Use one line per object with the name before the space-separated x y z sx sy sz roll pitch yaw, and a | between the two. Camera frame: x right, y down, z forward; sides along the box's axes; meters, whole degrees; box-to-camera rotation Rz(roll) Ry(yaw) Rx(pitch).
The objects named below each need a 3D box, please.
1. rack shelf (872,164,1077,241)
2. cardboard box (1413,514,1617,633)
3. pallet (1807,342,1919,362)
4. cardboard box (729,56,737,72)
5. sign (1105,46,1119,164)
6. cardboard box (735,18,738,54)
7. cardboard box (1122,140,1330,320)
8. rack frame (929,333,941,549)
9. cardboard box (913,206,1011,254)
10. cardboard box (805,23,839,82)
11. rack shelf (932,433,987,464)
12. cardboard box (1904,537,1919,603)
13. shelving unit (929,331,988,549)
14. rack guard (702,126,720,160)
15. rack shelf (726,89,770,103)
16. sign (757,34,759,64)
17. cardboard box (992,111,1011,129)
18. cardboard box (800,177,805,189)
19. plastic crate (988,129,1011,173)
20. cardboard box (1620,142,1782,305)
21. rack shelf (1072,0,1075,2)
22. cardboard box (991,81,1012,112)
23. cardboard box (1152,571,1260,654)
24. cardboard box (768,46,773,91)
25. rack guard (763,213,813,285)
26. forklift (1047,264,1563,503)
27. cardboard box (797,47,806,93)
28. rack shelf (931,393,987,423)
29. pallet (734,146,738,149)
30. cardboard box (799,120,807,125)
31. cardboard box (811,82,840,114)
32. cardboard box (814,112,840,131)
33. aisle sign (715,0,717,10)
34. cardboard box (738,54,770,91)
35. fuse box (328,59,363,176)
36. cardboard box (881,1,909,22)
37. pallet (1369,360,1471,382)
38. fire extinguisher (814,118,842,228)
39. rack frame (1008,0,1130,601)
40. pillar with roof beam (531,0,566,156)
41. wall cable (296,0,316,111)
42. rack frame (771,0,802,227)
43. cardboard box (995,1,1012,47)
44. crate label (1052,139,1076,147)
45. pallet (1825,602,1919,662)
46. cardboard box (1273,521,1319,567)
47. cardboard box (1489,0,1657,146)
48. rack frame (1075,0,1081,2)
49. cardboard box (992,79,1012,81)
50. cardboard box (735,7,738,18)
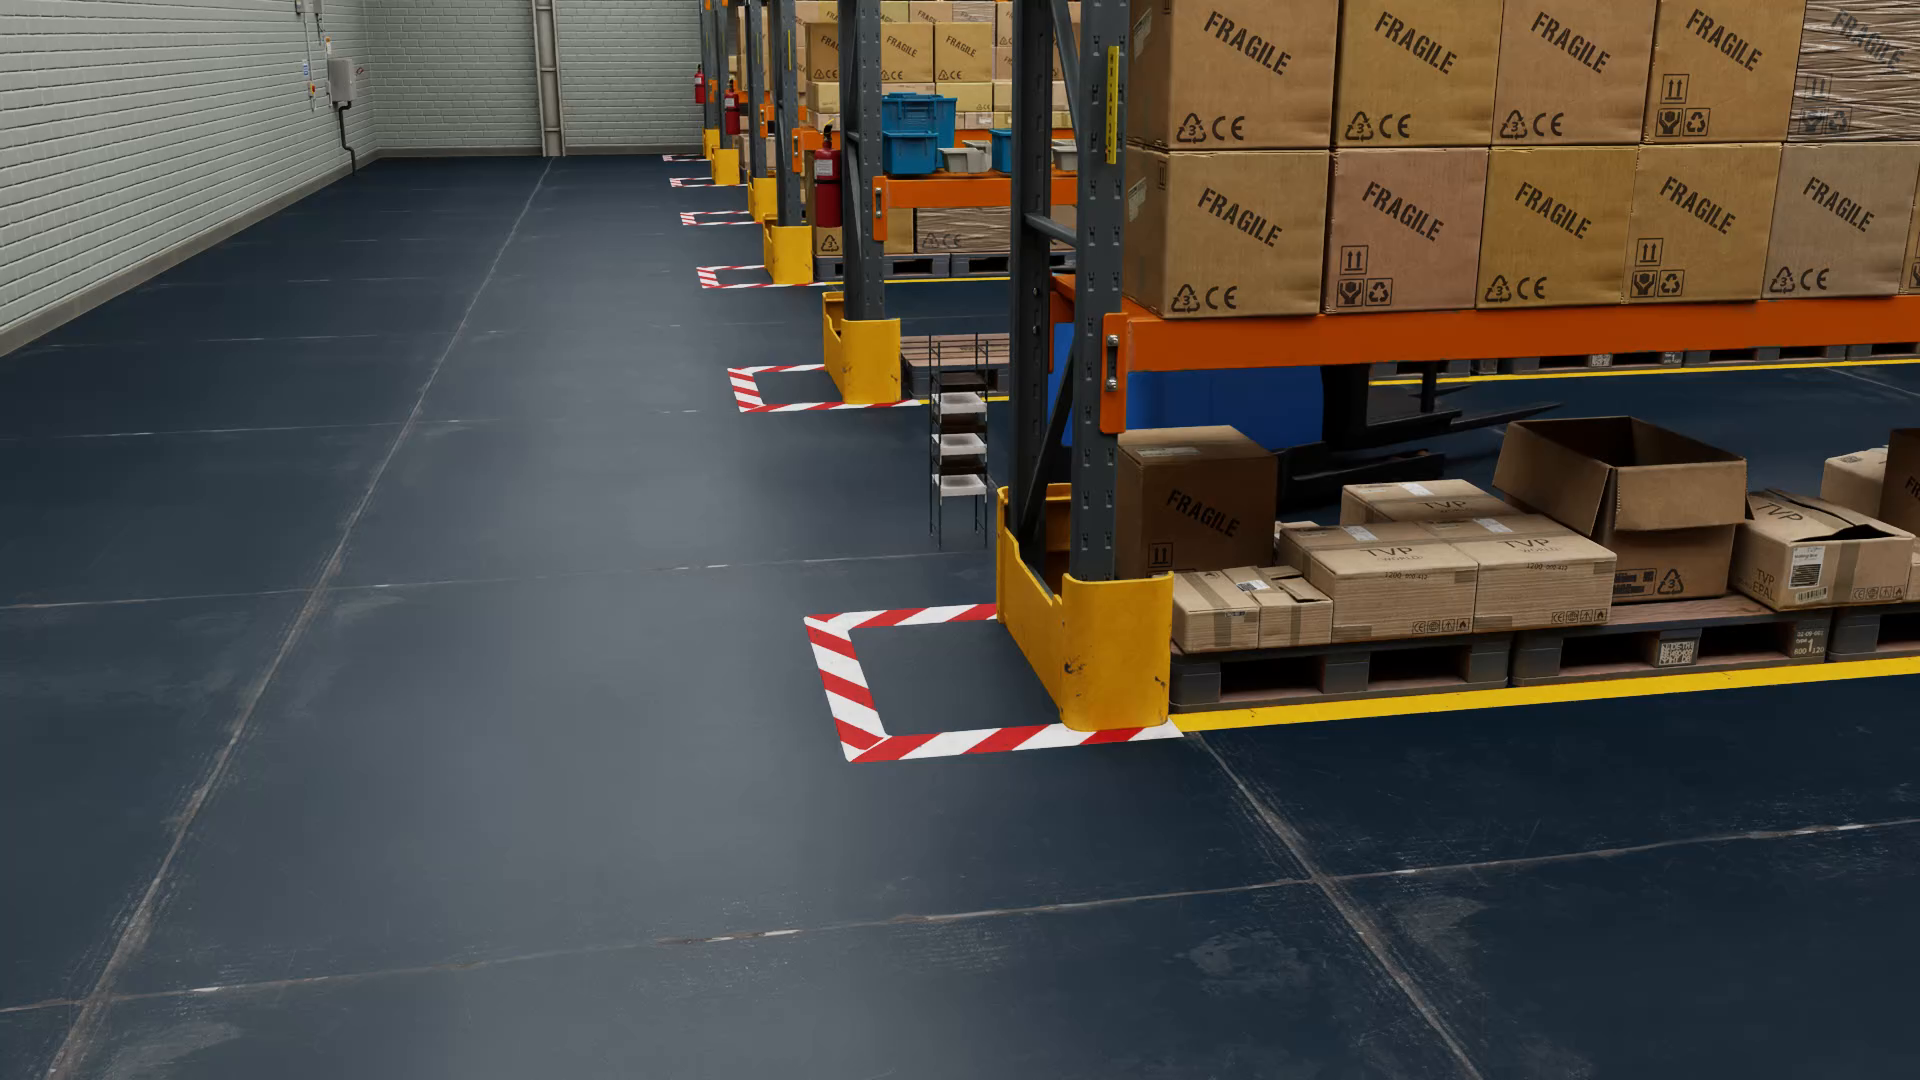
rack shelf | 1.360 -2.188 10.535 4.000 0.370 1.077 -3 17 -10
cardboard box | 1.902 0.108 5.769 0.500 0.250 0.500 -3 17 -10
pallet | 6.485 -1.477 11.744 1.213 0.211 1.003 -3 17 -10
cardboard box | -3.871 -8.154 28.482 0.500 0.250 0.500 -3 17 -10
sign | 0.436 -1.250 4.780 0.005 0.325 0.100 -3 17 -10
cardboard box | -2.995 -7.326 24.166 0.500 0.500 0.500 -3 17 -9
cardboard box | 0.818 -0.989 5.235 0.500 0.500 0.500 -3 17 -9
rack frame | -0.108 -0.424 7.143 0.006 0.900 0.240 -3 17 -10
cardboard box | -0.036 -3.143 15.321 0.875 0.875 0.875 -3 17 -10
cardboard box | -1.114 -4.380 14.918 0.500 0.500 0.500 -3 17 -10
rack shelf | -0.008 -0.398 7.171 0.200 0.077 0.258 -3 17 -10
cardboard box | 3.398 0.089 6.002 0.250 0.149 0.380 -3 17 -10
shelving unit | -0.008 -0.430 7.161 0.210 0.900 0.258 -3 17 -10
rack guard | -4.293 -6.945 29.055 0.348 0.500 1.175 -3 17 -10
rack shelf | -1.459 -6.472 24.484 4.000 0.370 1.077 -3 17 -10
sign | -2.281 -5.541 18.752 0.005 0.325 0.100 -3 17 -10
cardboard box | 0.378 -3.739 14.787 0.250 0.149 0.380 -4 17 -12
cardboard box | -1.821 -4.219 19.556 0.250 0.149 0.380 -3 17 -8
plastic crate | 0.348 -2.325 9.937 0.300 0.233 0.416 -3 17 -10
cardboard box | 2.308 -1.073 5.511 0.500 0.500 0.500 -3 17 -10
rack shelf | -0.421 -6.485 19.416 4.000 0.370 1.077 -3 17 -10
cardboard box | 0.494 -3.956 14.815 0.500 0.250 0.500 -4 17 -12
cardboard box | 0.809 0.236 5.524 0.250 0.149 0.380 -3 17 -10
cardboard box | -1.992 -5.573 19.653 0.500 0.500 0.500 -3 17 -9
rack guard | -1.566 -2.652 15.078 0.348 0.500 1.175 -3 17 -10
forklift | 1.783 -1.759 8.031 3.031 2.935 1.130 -11 20 -31
cardboard box | -1.891 -5.419 19.152 0.500 0.500 0.500 -2 17 -8
rack shelf | -0.008 -0.570 7.118 0.200 0.077 0.258 -3 17 -10
pallet | -3.511 -6.851 29.243 1.213 0.211 1.003 -3 17 -10
cardboard box | -2.903 -7.185 29.120 0.500 0.500 0.700 -3 17 -8
cardboard box | -1.020 -3.868 14.527 0.500 0.250 0.500 -4 17 -12
cardboard box | -1.132 -3.653 14.507 0.250 0.149 0.380 -3 17 -10
aisle sign | -3.438 -7.860 23.349 0.004 0.787 0.394 -3 17 -10
cardboard box | -2.897 -6.697 23.819 0.500 0.500 0.500 -3 17 -11
fuse box | -9.210 -6.382 25.159 0.414 1.711 0.539 -3 17 -10
cardboard box | -0.884 -5.953 19.187 0.500 0.500 0.500 -4 17 -12
pallet | 2.610 -1.258 11.031 1.213 0.211 1.003 -3 17 -10
fire extinguisher | -0.838 -2.328 10.532 0.183 0.674 0.296 -3 17 -10
rack frame | 0.333 -0.992 5.417 0.127 3.000 1.000 -3 17 -10
pillar with roof beam | -6.370 -9.872 24.110 0.400 9.000 9.100 -3 17 -10
wall cable | -8.955 -6.885 22.818 0.123 1.953 0.585 -3 17 -10
rack frame | -1.543 -3.848 14.715 0.127 3.000 1.000 -3 17 -10
cardboard box | 0.626 -6.040 19.471 0.500 0.500 0.500 -4 17 -12
crate label | 0.719 -2.455 10.526 0.243 0.136 0.396 -3 17 -10
pallet | 3.586 0.156 6.428 1.213 0.211 1.003 -3 17 -10
cardboard box | 1.235 0.054 6.087 0.250 0.166 0.380 -3 17 -10
cardboard box | 1.822 -1.524 5.276 0.500 0.500 0.500 -3 17 -10
rack frame | 1.543 -5.506 20.114 0.127 3.000 1.000 -3 17 -10
cardboard box | 0.391 -4.109 15.313 0.500 0.250 0.500 -3 17 -10
cardboard box | -3.108 -7.619 24.012 0.250 0.149 0.380 -3 17 -10
